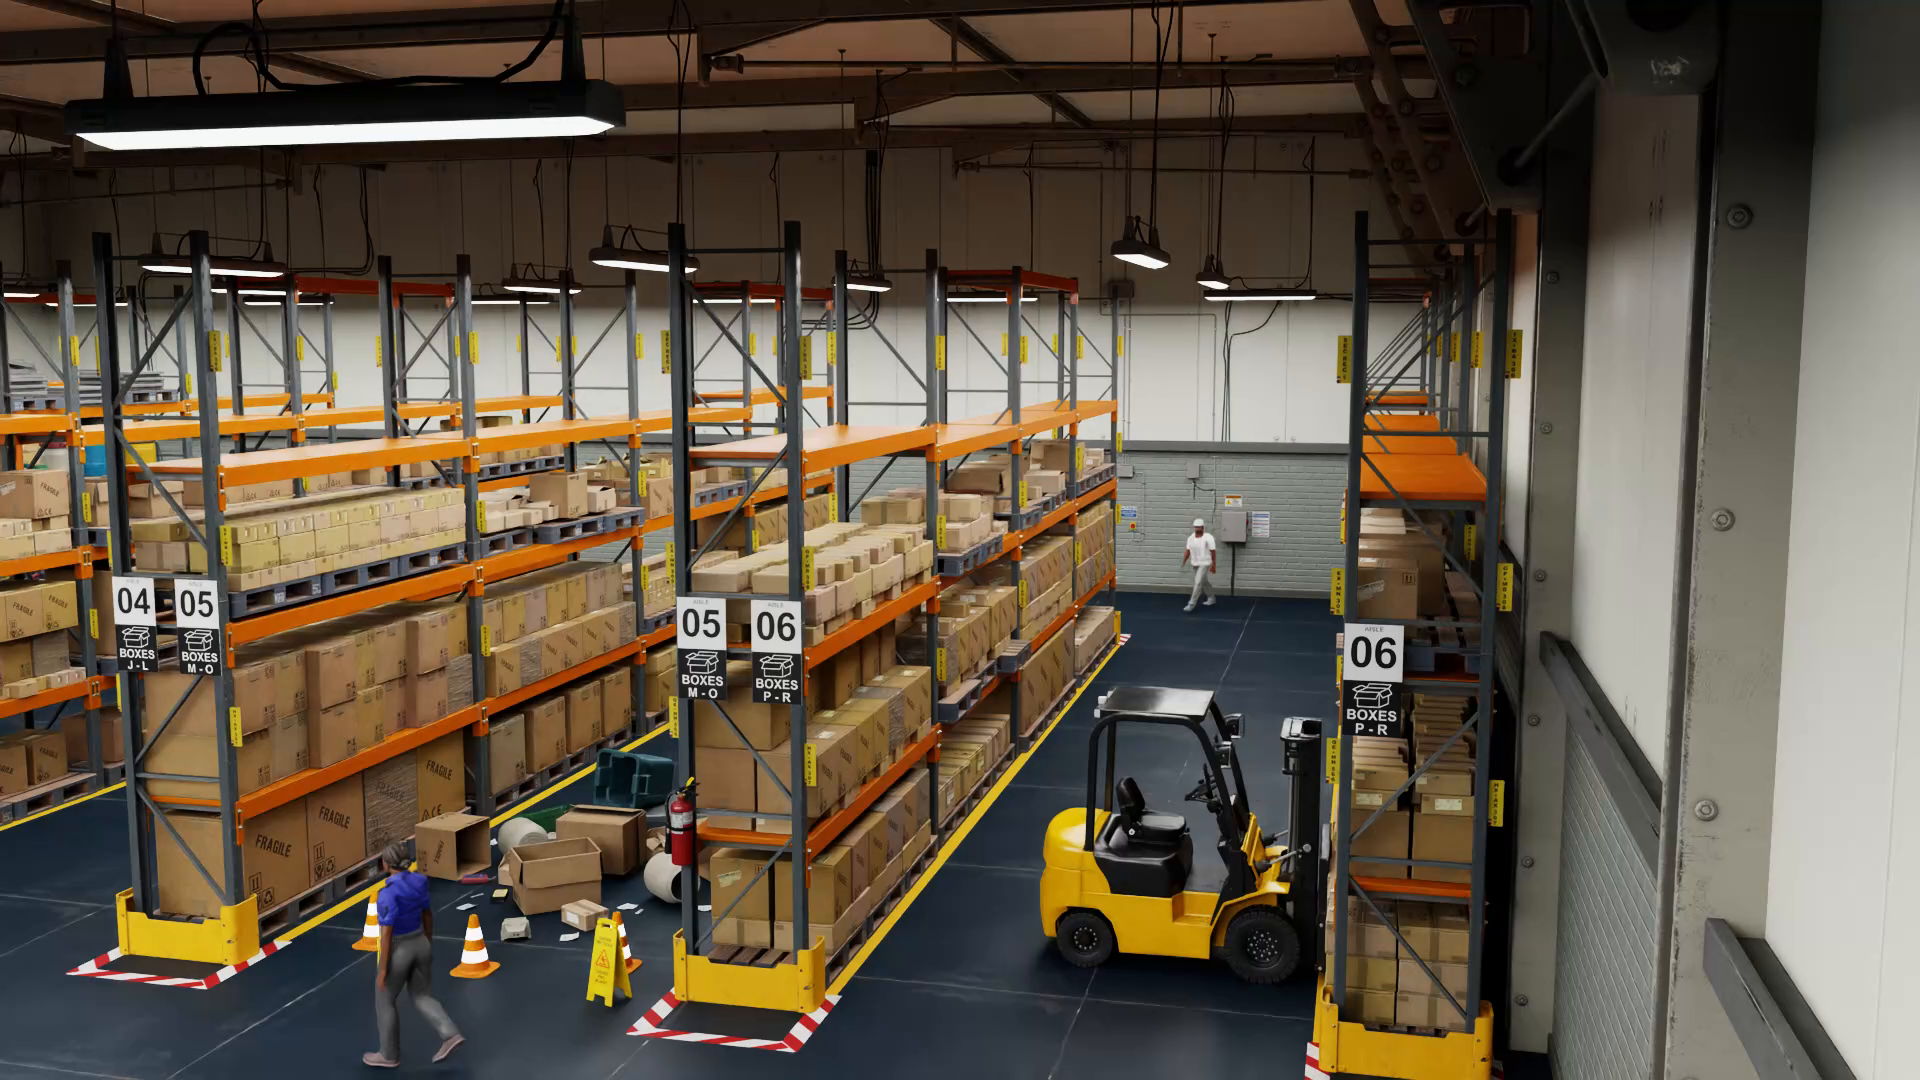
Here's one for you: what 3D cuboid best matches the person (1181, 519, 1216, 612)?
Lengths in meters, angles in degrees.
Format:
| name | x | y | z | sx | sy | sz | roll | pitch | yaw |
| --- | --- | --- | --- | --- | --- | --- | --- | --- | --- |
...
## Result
| name | x | y | z | sx | sy | sz | roll | pitch | yaw |
| --- | --- | --- | --- | --- | --- | --- | --- | --- | --- |
| person | 4.522 | 0.447 | 31.530 | 1.057 | 1.703 | 0.585 | -5 | 9 | -37 |

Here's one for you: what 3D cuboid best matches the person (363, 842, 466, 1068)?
| name | x | y | z | sx | sy | sz | roll | pitch | yaw |
| --- | --- | --- | --- | --- | --- | --- | --- | --- | --- |
| person | -3.882 | 2.932 | 11.731 | 0.762 | 1.632 | 0.523 | 4 | 8 | 27 |
